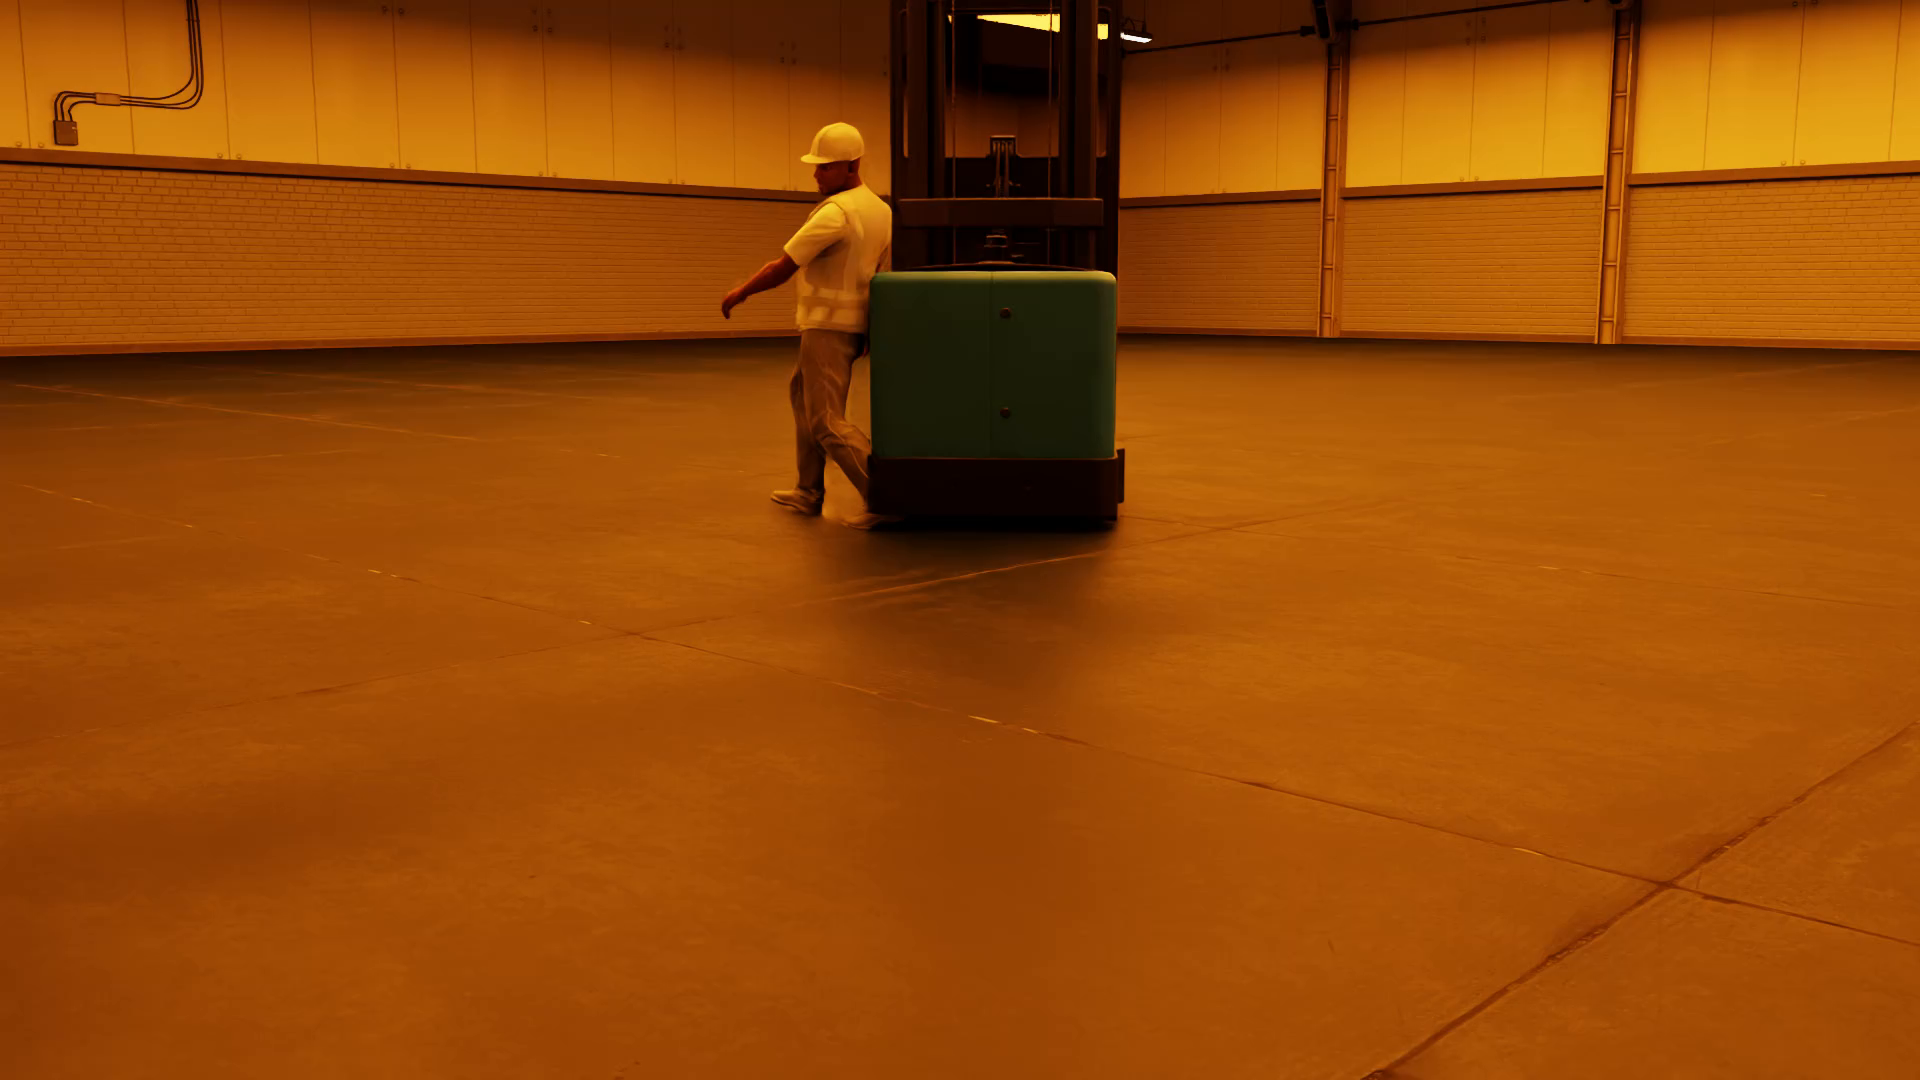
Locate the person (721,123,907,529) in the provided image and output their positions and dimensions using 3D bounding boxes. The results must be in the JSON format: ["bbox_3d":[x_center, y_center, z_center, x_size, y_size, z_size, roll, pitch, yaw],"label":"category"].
[{"bbox_3d":[-0.587,-0.923,7.229,0.835,1.703,0.791,2,9,11],"label":"person"}]

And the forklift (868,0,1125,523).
[{"bbox_3d":[0.230,-1.702,8.179,1.130,2.935,3.031,1,9,4],"label":"forklift"}]
